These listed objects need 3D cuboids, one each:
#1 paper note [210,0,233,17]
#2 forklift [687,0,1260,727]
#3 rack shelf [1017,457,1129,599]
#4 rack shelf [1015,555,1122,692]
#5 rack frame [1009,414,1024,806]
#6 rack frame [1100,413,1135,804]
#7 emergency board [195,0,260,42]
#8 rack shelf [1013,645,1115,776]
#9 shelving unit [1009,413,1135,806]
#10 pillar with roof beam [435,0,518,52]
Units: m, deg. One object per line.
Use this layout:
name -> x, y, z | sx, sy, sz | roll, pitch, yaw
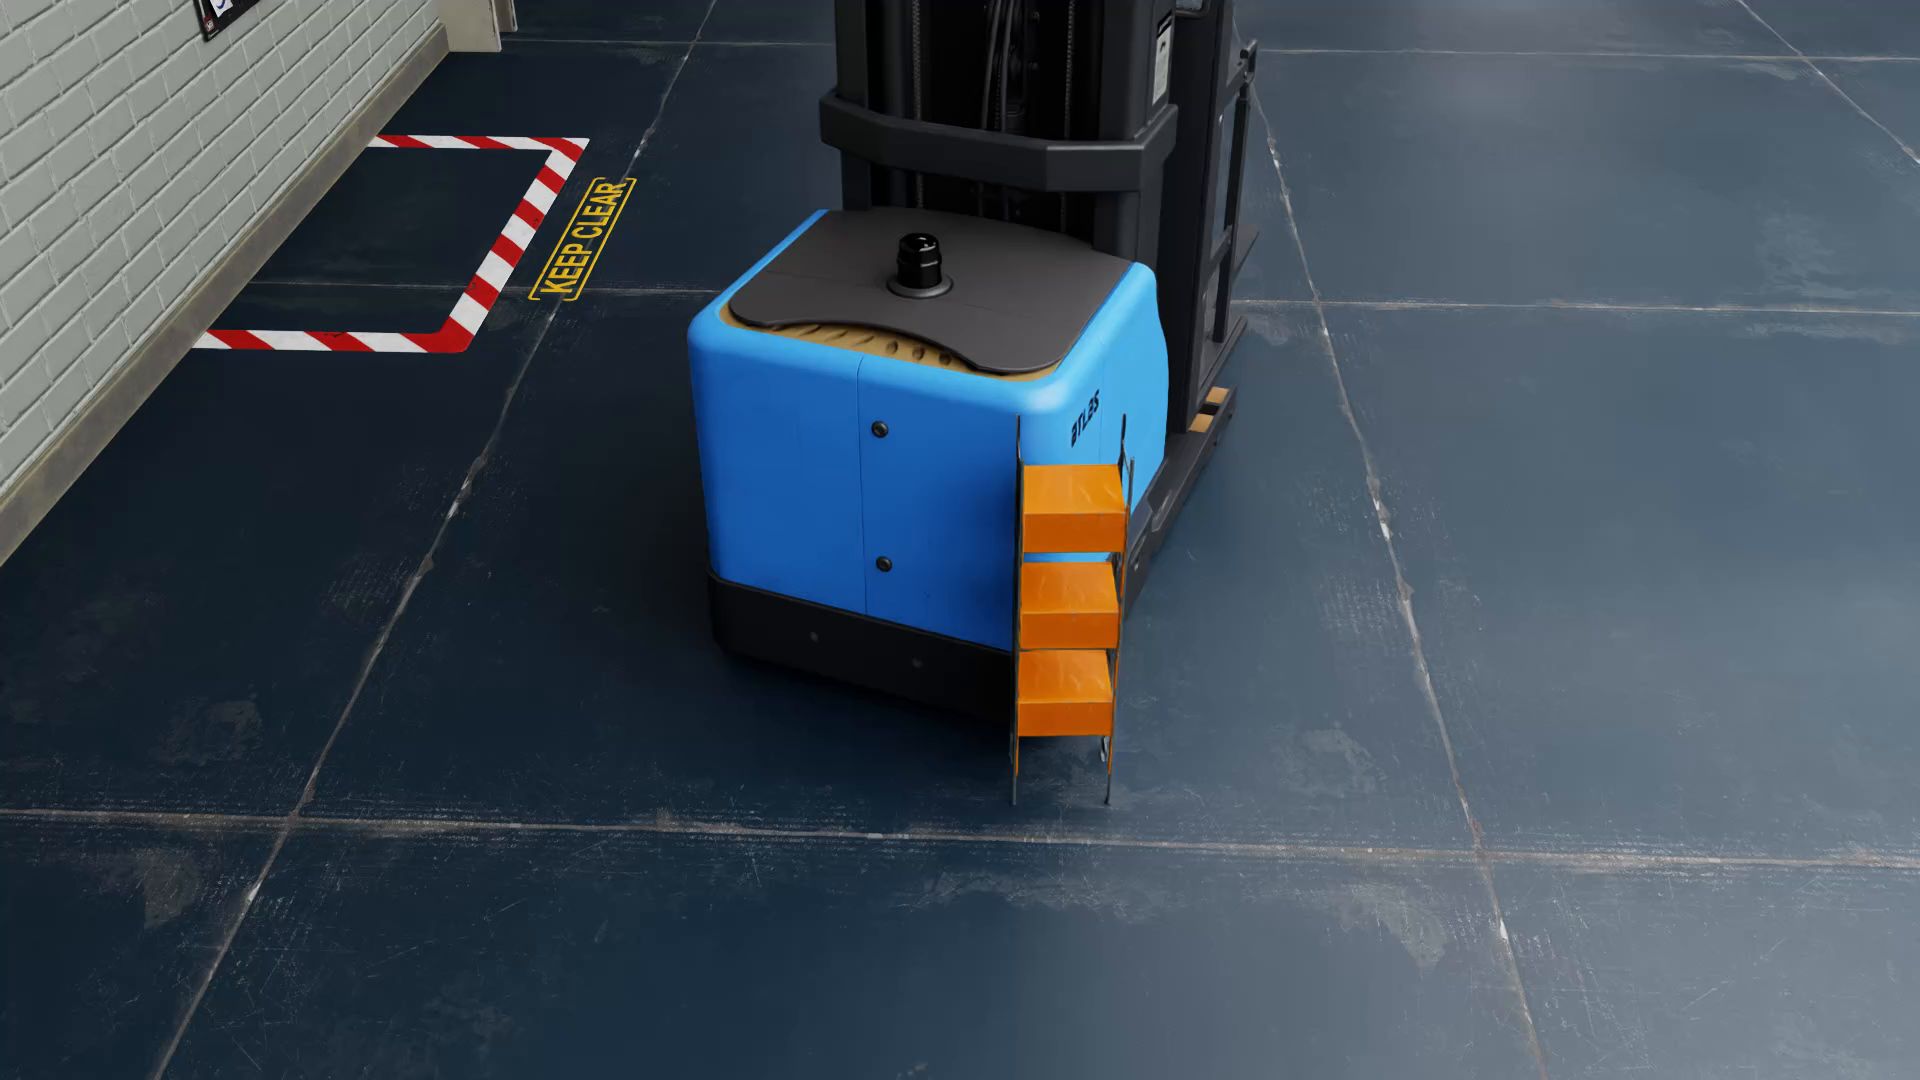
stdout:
paper note -> -2.859, -2.111, 6.412 | 0.016, 0.148, 0.142 | 1, 35, 2
forklift -> 0.315, -1.544, 4.897 | 1.130, 2.935, 3.031 | 13, 37, 18
rack shelf -> 0.259, -0.028, 3.902 | 0.240, 0.259, 0.215 | -1, 35, -1
rack shelf -> 0.259, 0.204, 4.065 | 0.240, 0.259, 0.215 | -1, 35, -1
rack frame -> 0.137, 0.197, 4.057 | 0.008, 1.050, 0.200 | -1, 35, -1
rack frame -> 0.381, 0.194, 4.061 | 0.008, 1.050, 0.200 | -1, 35, -1
emergency board -> -2.801, -2.567, 6.294 | 0.157, 1.169, 0.626 | 1, 35, 2
rack shelf -> 0.259, 0.431, 4.225 | 0.240, 0.259, 0.215 | -1, 35, -1
shelving unit -> 0.259, 0.195, 4.059 | 0.252, 1.050, 0.215 | -1, 35, -1
pillar with roof beam -> 1.656, -6.346, 6.453 | 9.100, 9.000, 0.400 | 1, 35, 2
